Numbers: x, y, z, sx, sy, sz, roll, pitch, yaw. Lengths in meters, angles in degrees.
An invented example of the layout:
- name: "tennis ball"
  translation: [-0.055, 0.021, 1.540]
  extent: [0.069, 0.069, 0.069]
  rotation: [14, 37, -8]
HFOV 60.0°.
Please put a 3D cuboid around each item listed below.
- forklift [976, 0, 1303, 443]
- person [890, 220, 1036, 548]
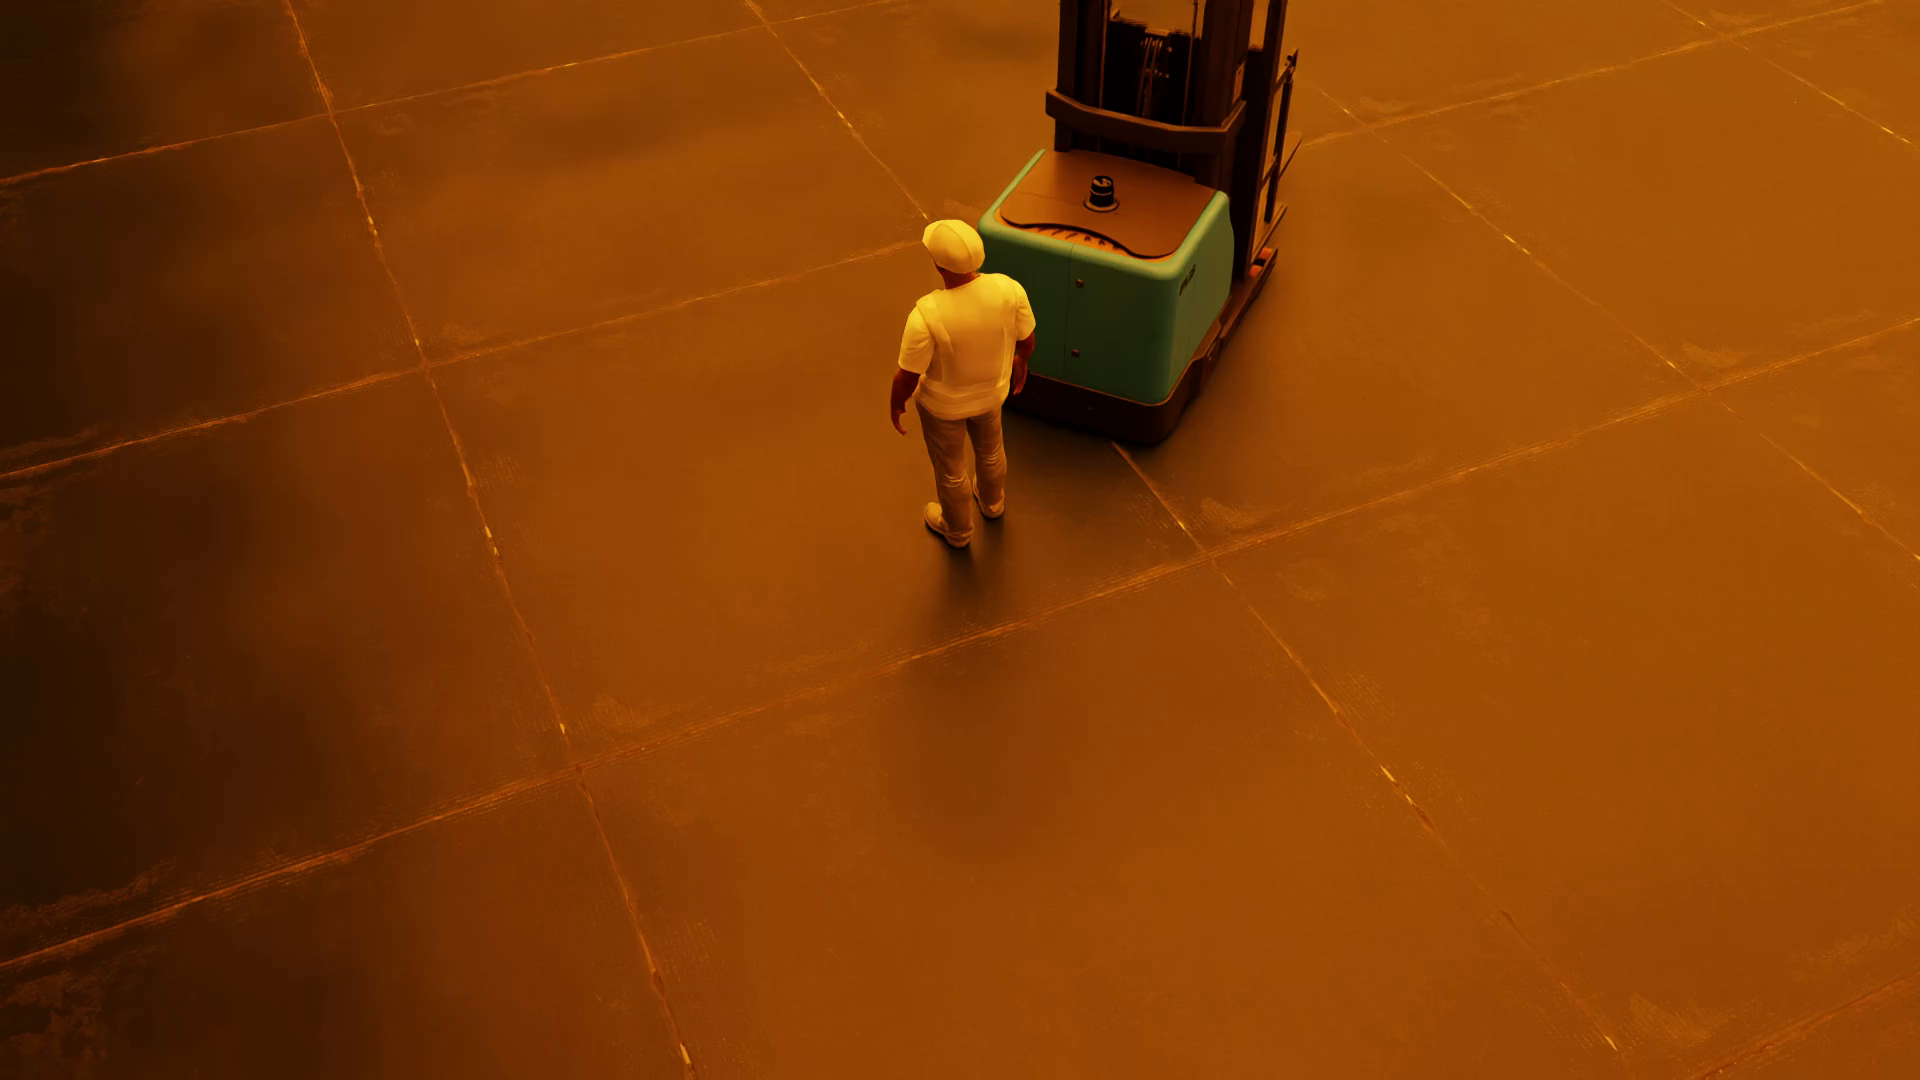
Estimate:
- name: "forklift"
  translation: [1.146, -2.559, 8.422]
  extent: [1.130, 2.935, 3.031]
  rotation: [18, 46, 18]
- name: "person"
  translation: [-0.023, -0.696, 7.269]
  extent: [0.665, 1.765, 0.577]
  rotation: [-18, 46, -18]
